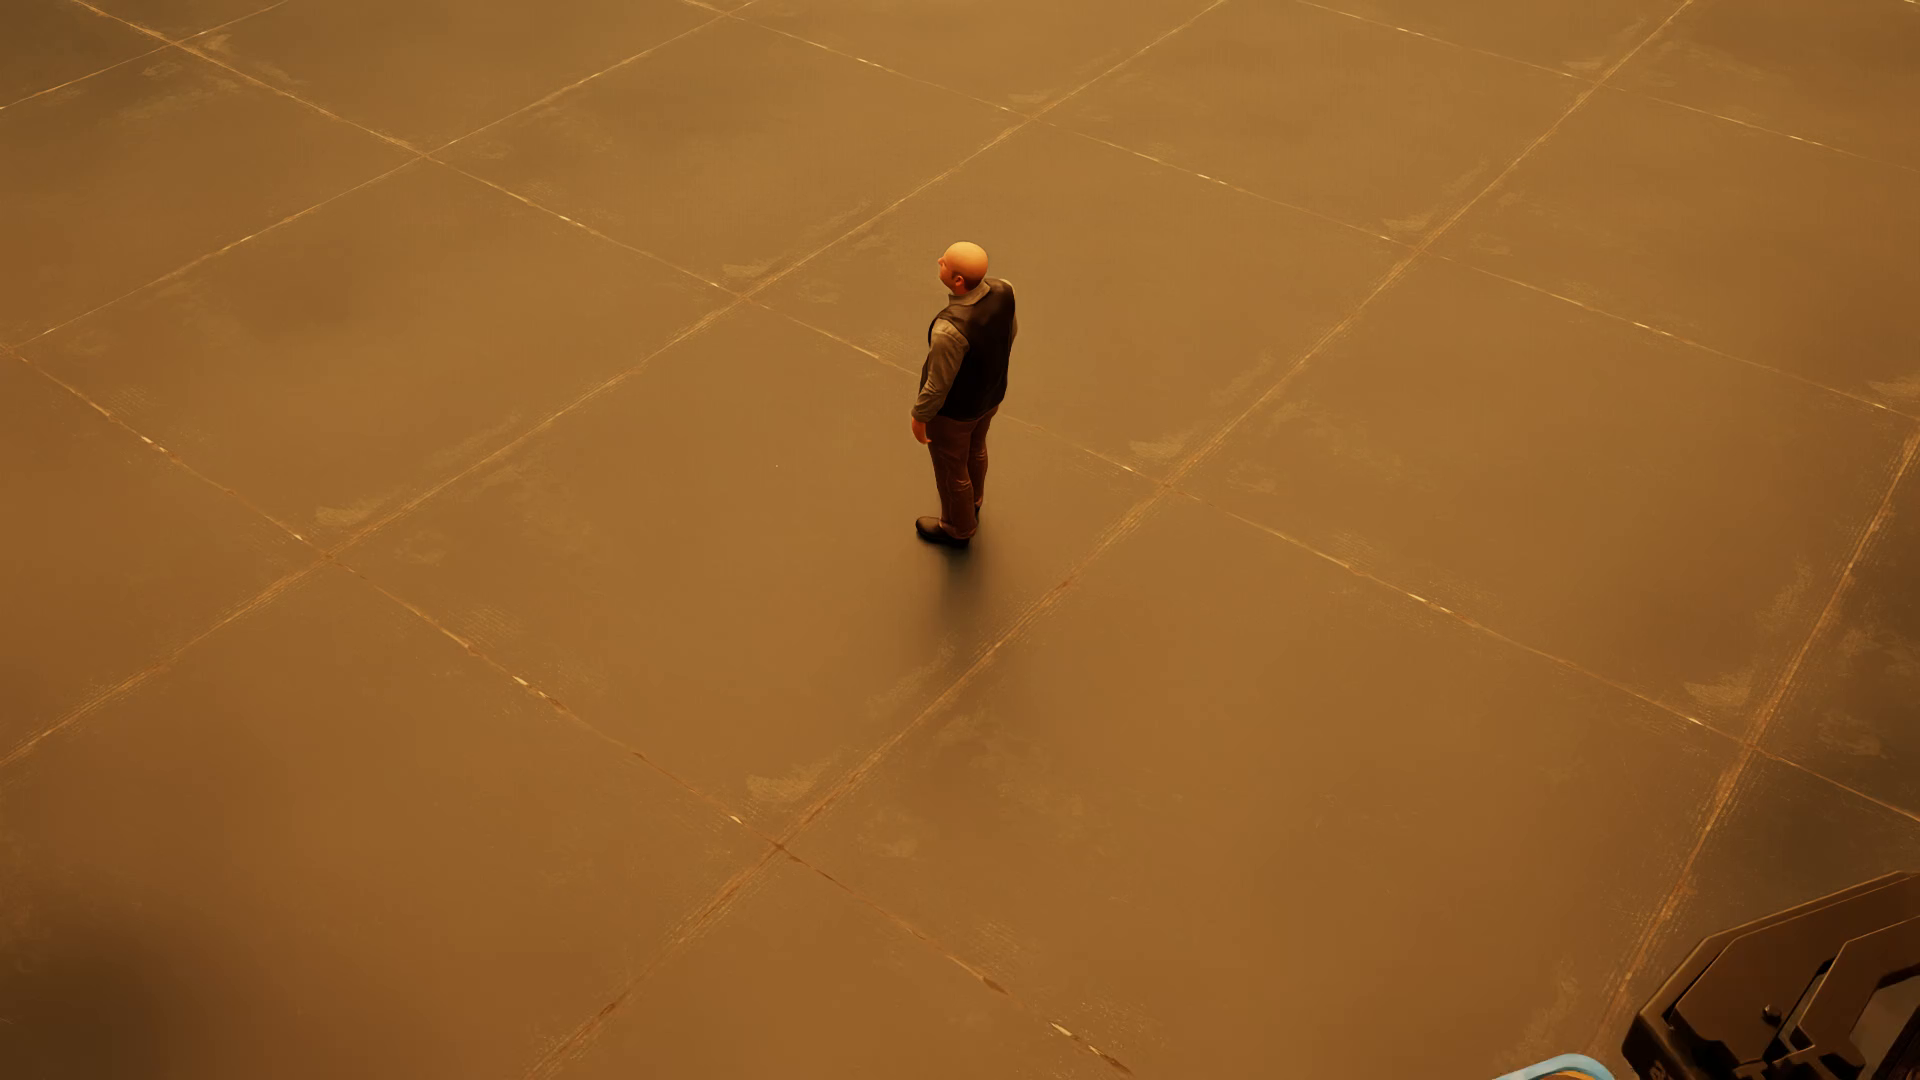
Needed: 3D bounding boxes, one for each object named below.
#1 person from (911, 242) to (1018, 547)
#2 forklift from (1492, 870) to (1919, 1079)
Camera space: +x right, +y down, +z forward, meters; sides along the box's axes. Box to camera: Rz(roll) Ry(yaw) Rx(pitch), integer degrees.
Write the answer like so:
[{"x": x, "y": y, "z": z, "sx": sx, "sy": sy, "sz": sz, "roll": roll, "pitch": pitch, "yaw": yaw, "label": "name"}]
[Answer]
[{"x": -0.044, "y": -0.689, "z": 7.804, "sx": 0.568, "sy": 1.720, "sz": 0.632, "roll": 26, "pitch": 47, "yaw": 28, "label": "person"}, {"x": 1.914, "y": 2.210, "z": 3.482, "sx": 1.130, "sy": 2.935, "sz": 3.031, "roll": -13, "pitch": 42, "yaw": -15, "label": "forklift"}]
